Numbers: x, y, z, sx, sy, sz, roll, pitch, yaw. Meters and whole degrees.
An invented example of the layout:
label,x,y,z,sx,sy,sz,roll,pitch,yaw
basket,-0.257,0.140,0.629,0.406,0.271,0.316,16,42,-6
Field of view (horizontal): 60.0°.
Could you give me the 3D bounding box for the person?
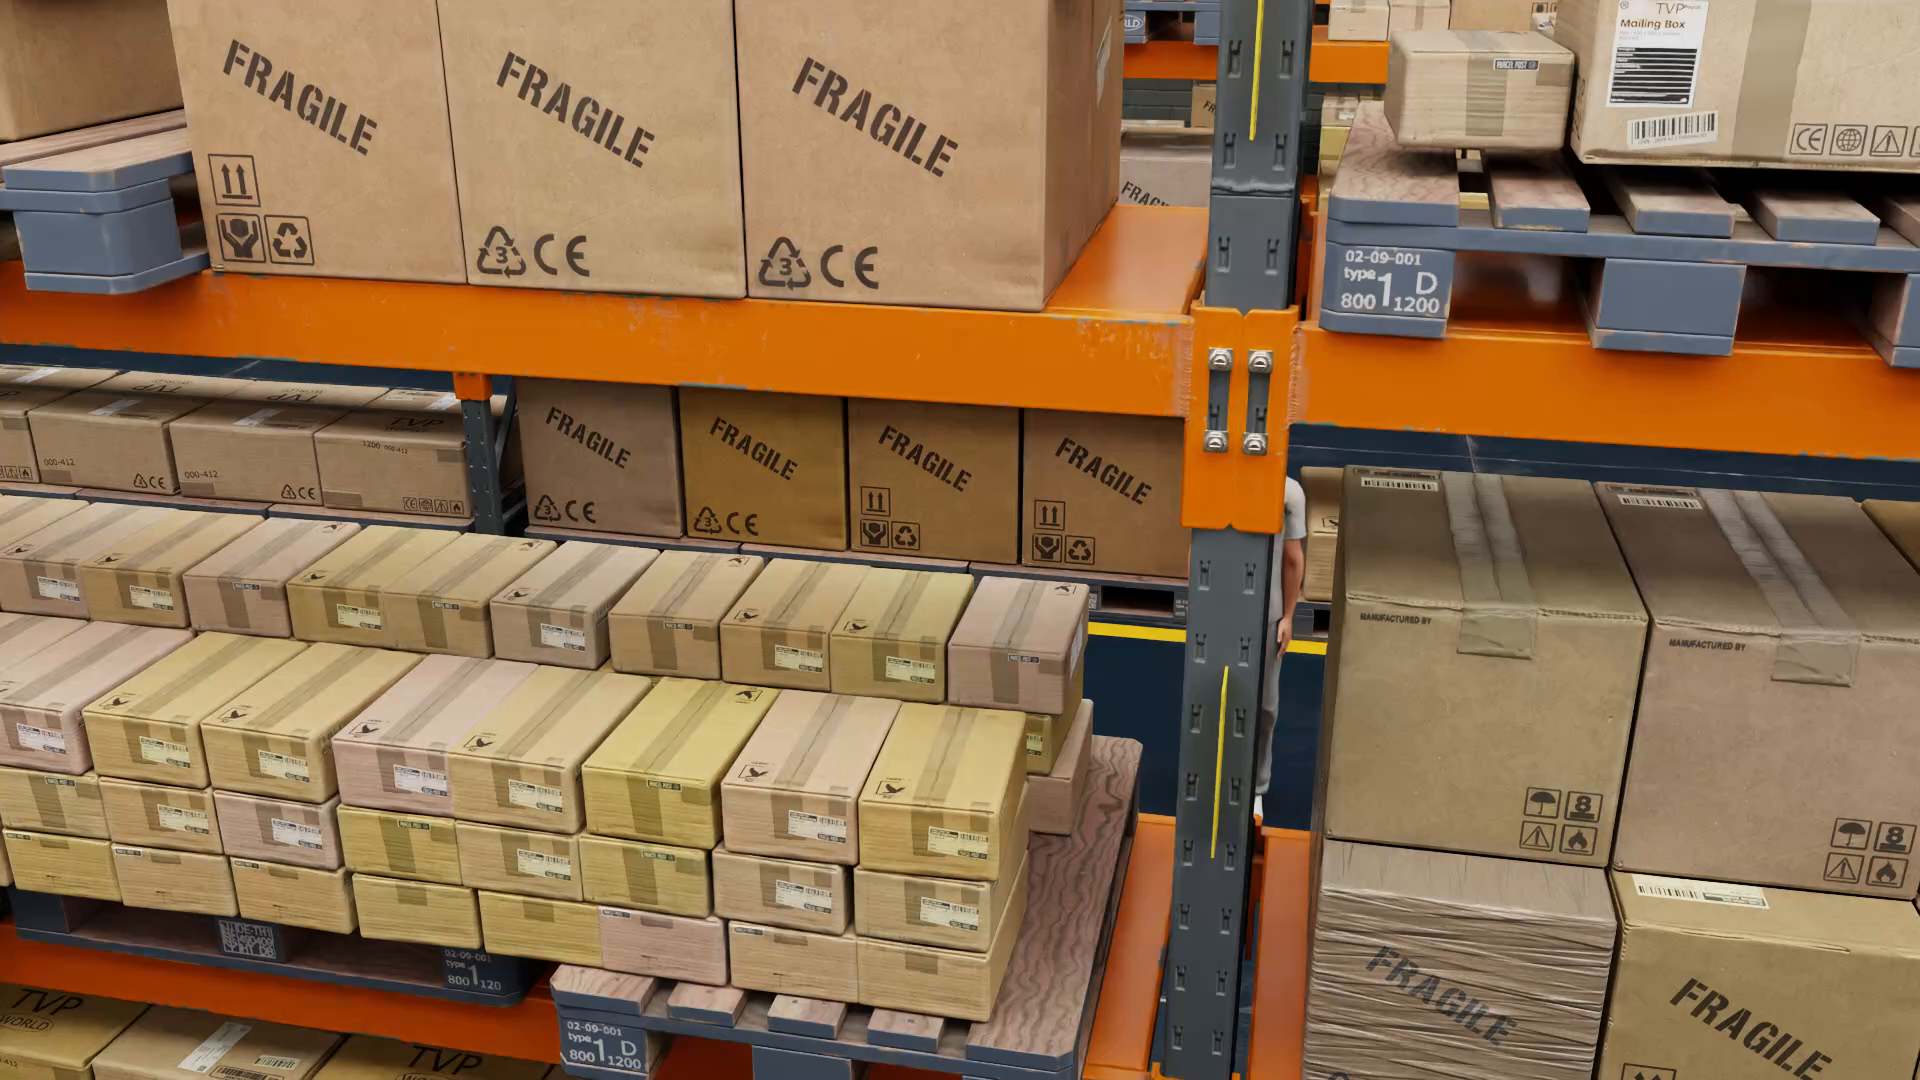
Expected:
label,x,y,z,sx,sy,sz,roll,pitch,yaw
person,1.079,0.287,6.382,0.444,1.669,0.354,5,22,12
